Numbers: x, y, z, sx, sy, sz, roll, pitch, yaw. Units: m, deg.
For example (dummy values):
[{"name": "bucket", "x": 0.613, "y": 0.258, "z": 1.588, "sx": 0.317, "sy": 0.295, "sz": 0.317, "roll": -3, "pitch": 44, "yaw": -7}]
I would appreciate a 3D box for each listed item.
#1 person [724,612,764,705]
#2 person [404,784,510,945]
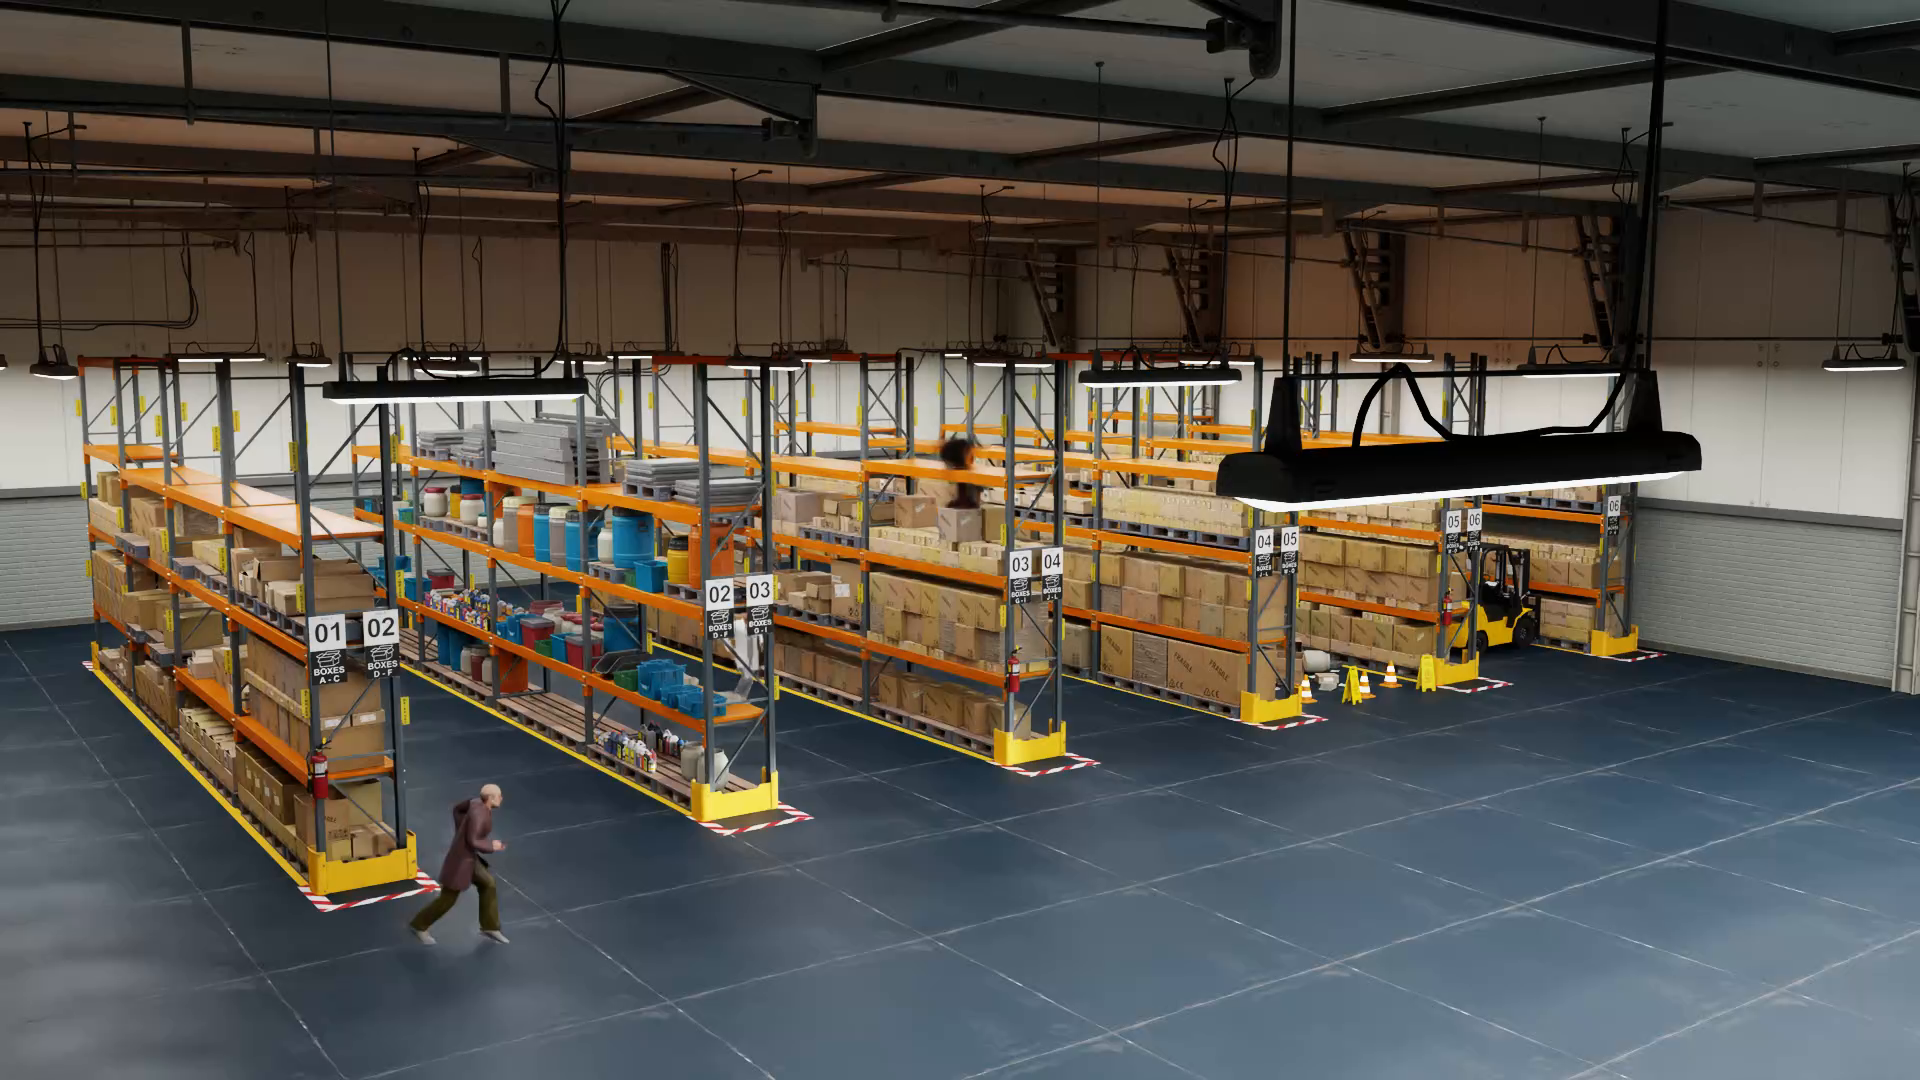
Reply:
[{"name": "person", "x": -3.645, "y": 2.009, "z": 28.524, "sx": 0.714, "sy": 1.765, "sz": 0.706, "roll": -5, "pitch": 8, "yaw": -35}, {"name": "person", "x": -5.256, "y": 3.421, "z": 17.314, "sx": 1.062, "sy": 1.748, "sz": 0.747, "roll": -2, "pitch": 7, "yaw": -15}]
